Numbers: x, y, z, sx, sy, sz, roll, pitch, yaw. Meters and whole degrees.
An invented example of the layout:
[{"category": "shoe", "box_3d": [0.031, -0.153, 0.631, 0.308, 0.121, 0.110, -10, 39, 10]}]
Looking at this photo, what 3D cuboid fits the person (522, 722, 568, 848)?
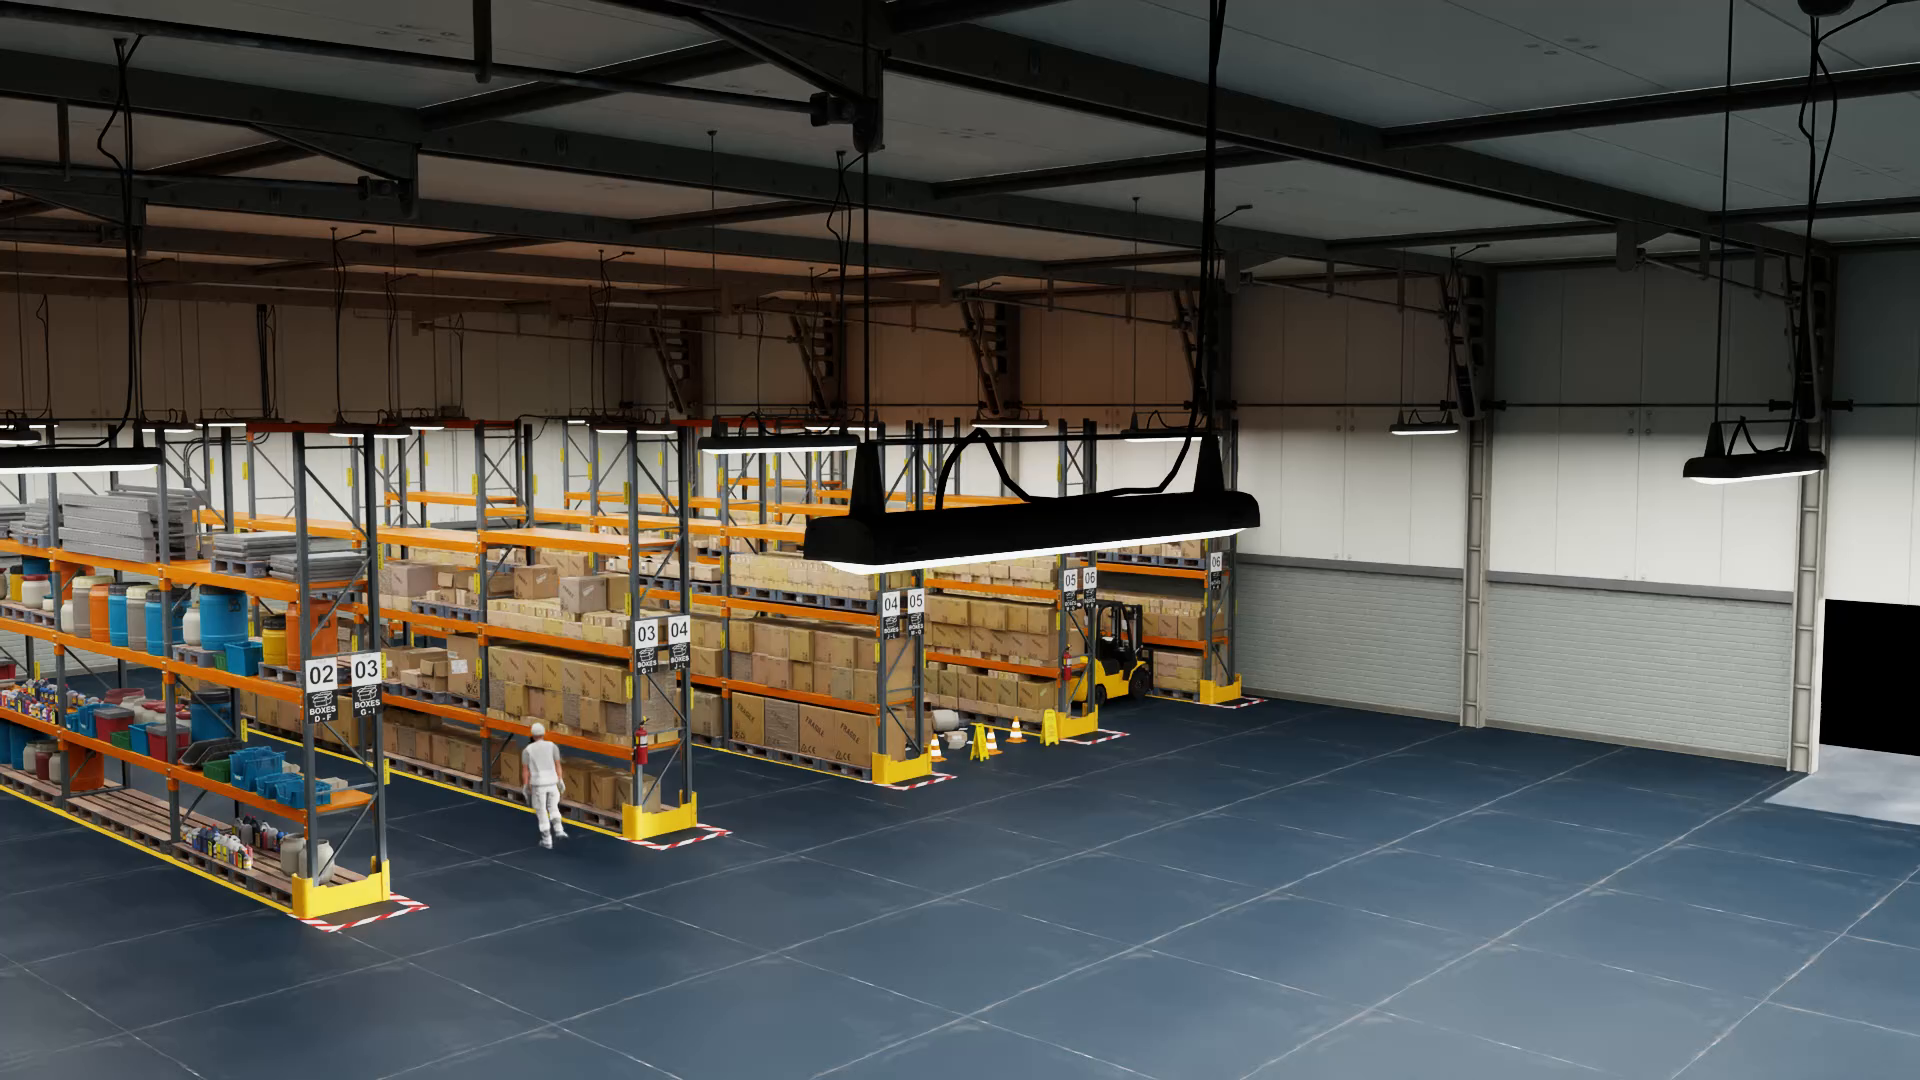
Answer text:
[{"category": "person", "box_3d": [-5.931, 3.498, 23.725, 0.578, 1.780, 0.535, -4, 6, -37]}]
